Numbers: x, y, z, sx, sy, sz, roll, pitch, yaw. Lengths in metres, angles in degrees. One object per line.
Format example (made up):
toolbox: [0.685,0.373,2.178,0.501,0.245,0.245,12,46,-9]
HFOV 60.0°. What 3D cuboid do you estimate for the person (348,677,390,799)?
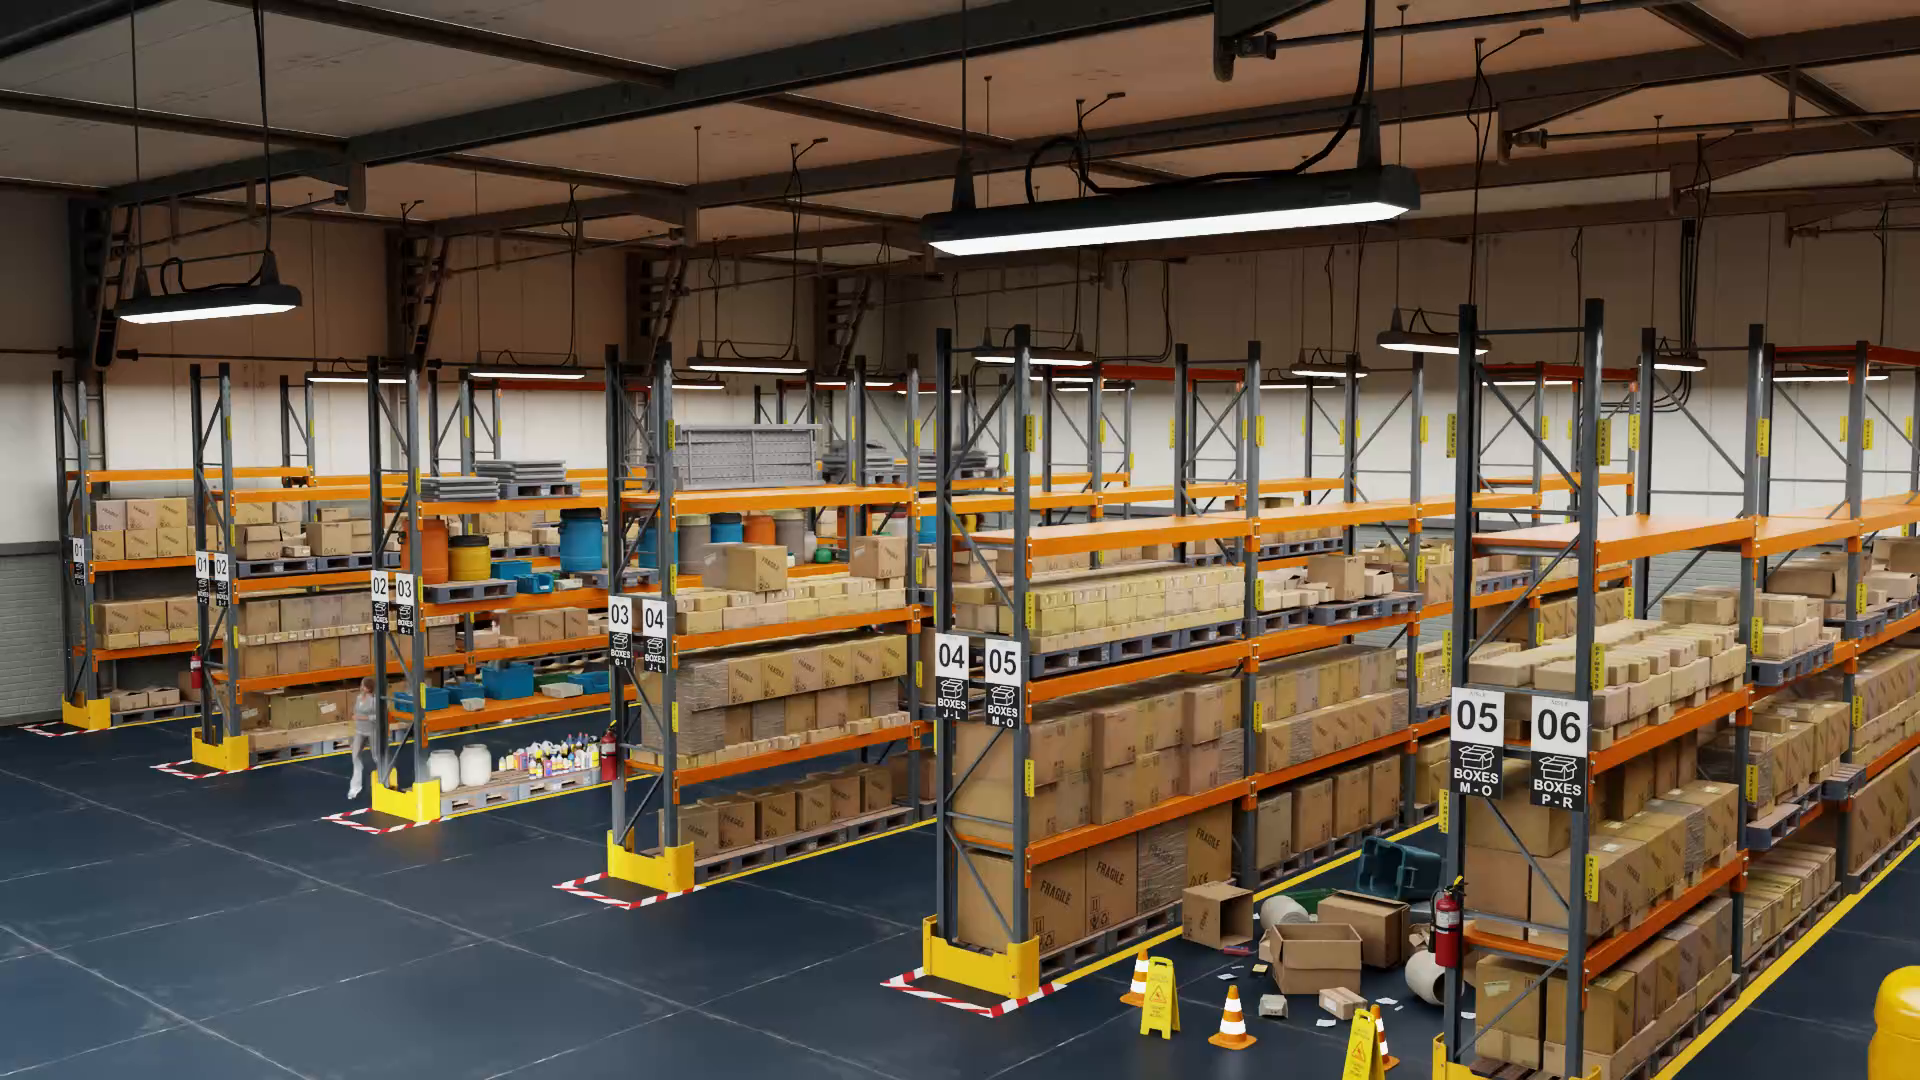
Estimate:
person: [-8.157,2.694,22.963,0.518,1.634,0.755,1,4,19]

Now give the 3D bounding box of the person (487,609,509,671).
person: [-8.464,2.085,30.762,0.717,1.733,0.577,3,5,38]

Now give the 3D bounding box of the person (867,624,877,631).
person: [-1.757,1.690,32.572,0.578,1.685,0.881,2,5,29]
